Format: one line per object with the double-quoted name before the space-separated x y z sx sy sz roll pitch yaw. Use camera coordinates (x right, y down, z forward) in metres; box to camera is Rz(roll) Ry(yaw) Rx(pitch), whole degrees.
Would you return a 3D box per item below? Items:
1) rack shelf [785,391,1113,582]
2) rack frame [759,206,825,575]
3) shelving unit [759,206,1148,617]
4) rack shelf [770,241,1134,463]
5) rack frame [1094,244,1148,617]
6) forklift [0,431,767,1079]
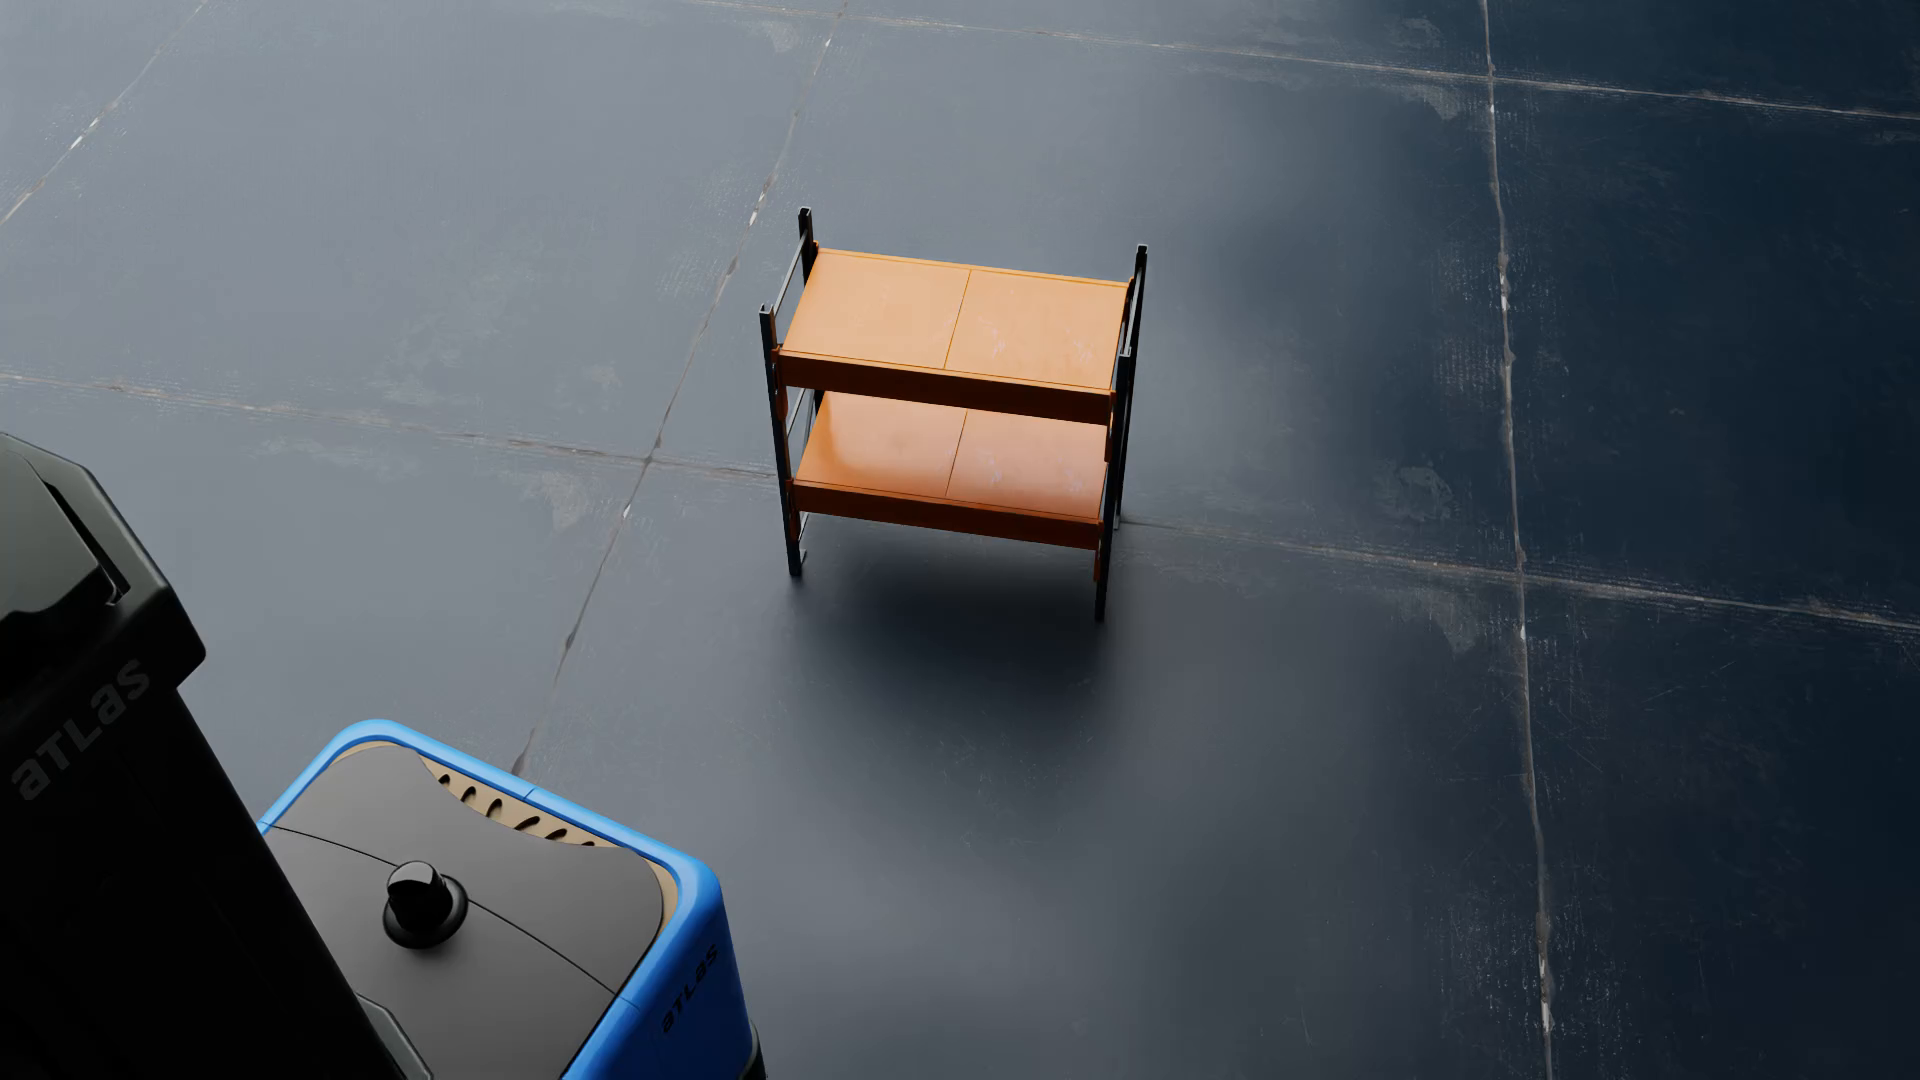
"rack shelf" -0.007 -0.213 5.378 1.000 0.278 0.538 8 49 7
"rack frame" -0.507 -0.444 5.256 0.032 1.125 0.500 8 49 7
"shelving unit" -0.007 -0.377 5.196 1.048 1.125 0.538 8 49 7
"rack shelf" -0.007 -0.572 4.978 1.000 0.278 0.538 8 49 7
"rack frame" 0.494 -0.310 5.135 0.032 1.125 0.500 8 49 7
"forklift" -1.599 1.271 2.501 1.130 2.935 3.031 20 51 17
